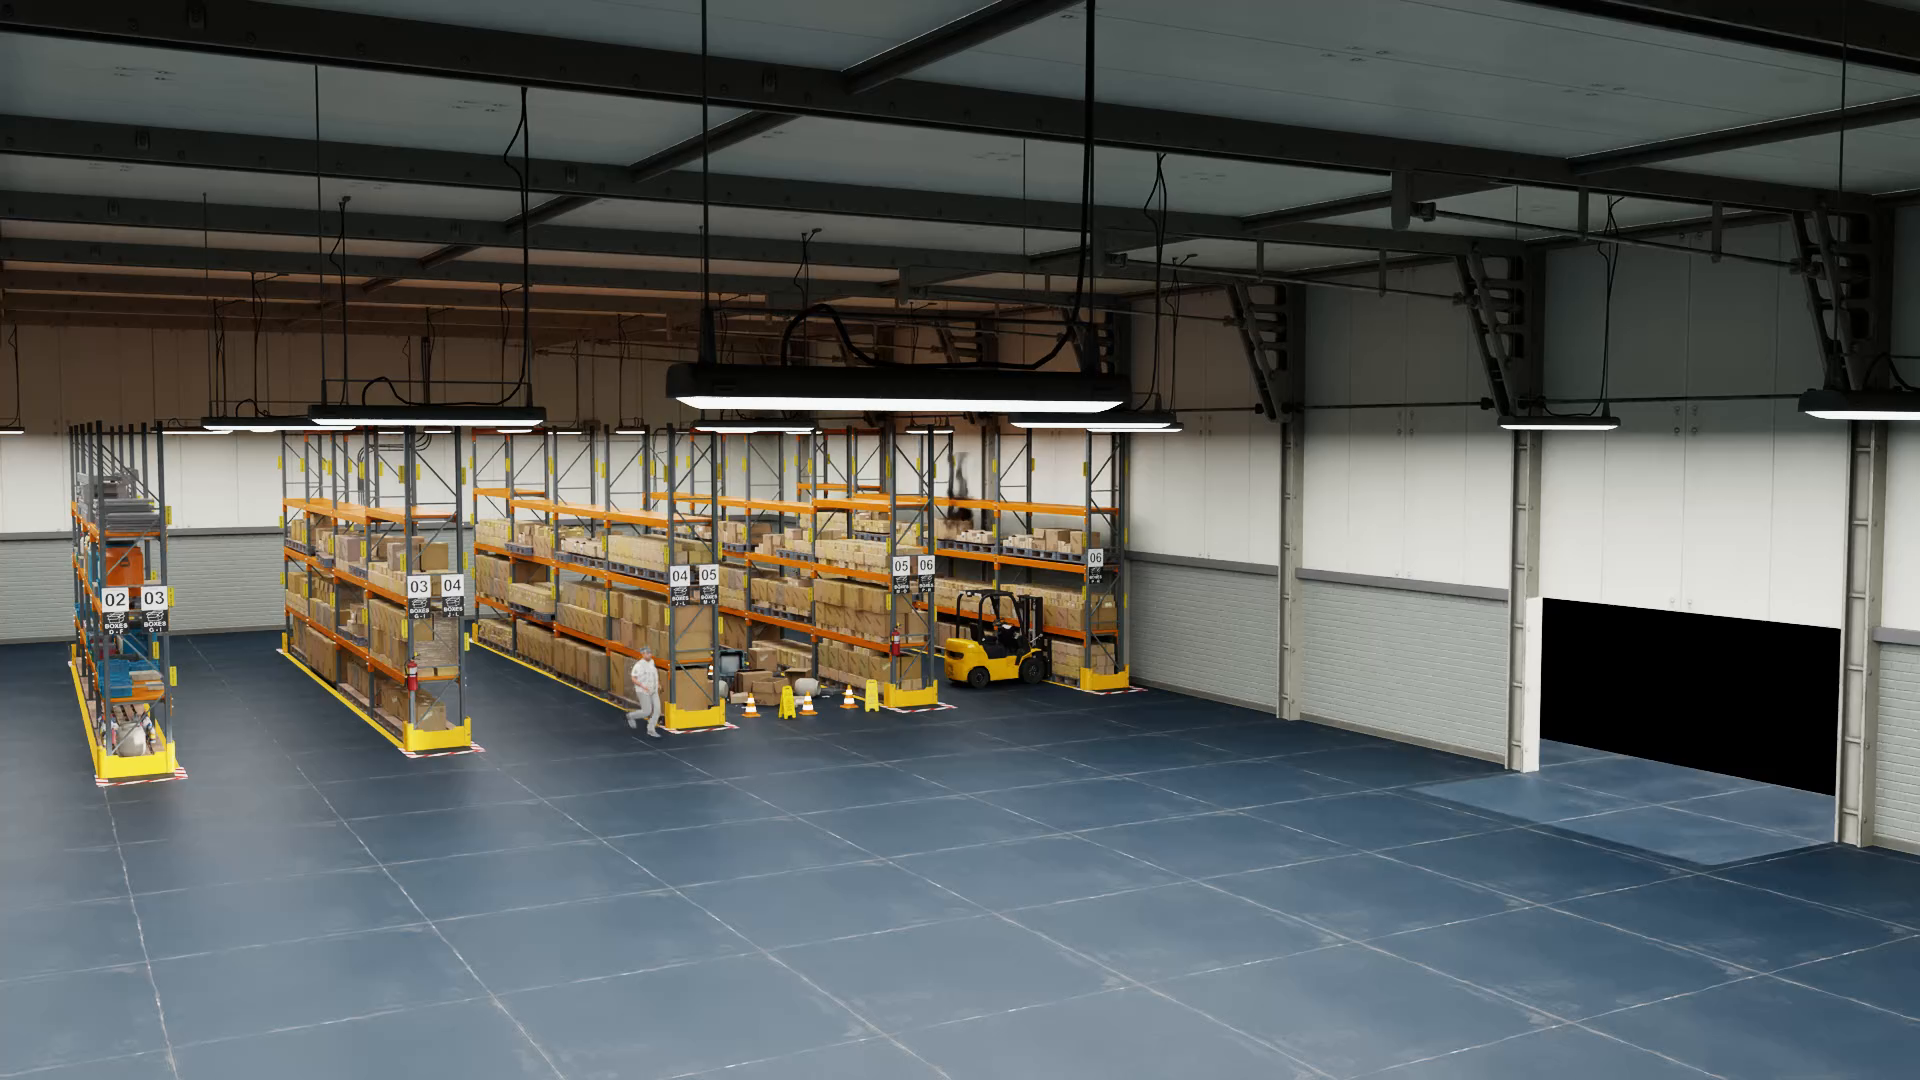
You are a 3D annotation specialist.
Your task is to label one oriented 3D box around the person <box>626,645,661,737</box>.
[{"bbox_3d":[-6.046,2.893,31.924,0.733,1.768,0.673,2,4,30],"label":"person"}]
